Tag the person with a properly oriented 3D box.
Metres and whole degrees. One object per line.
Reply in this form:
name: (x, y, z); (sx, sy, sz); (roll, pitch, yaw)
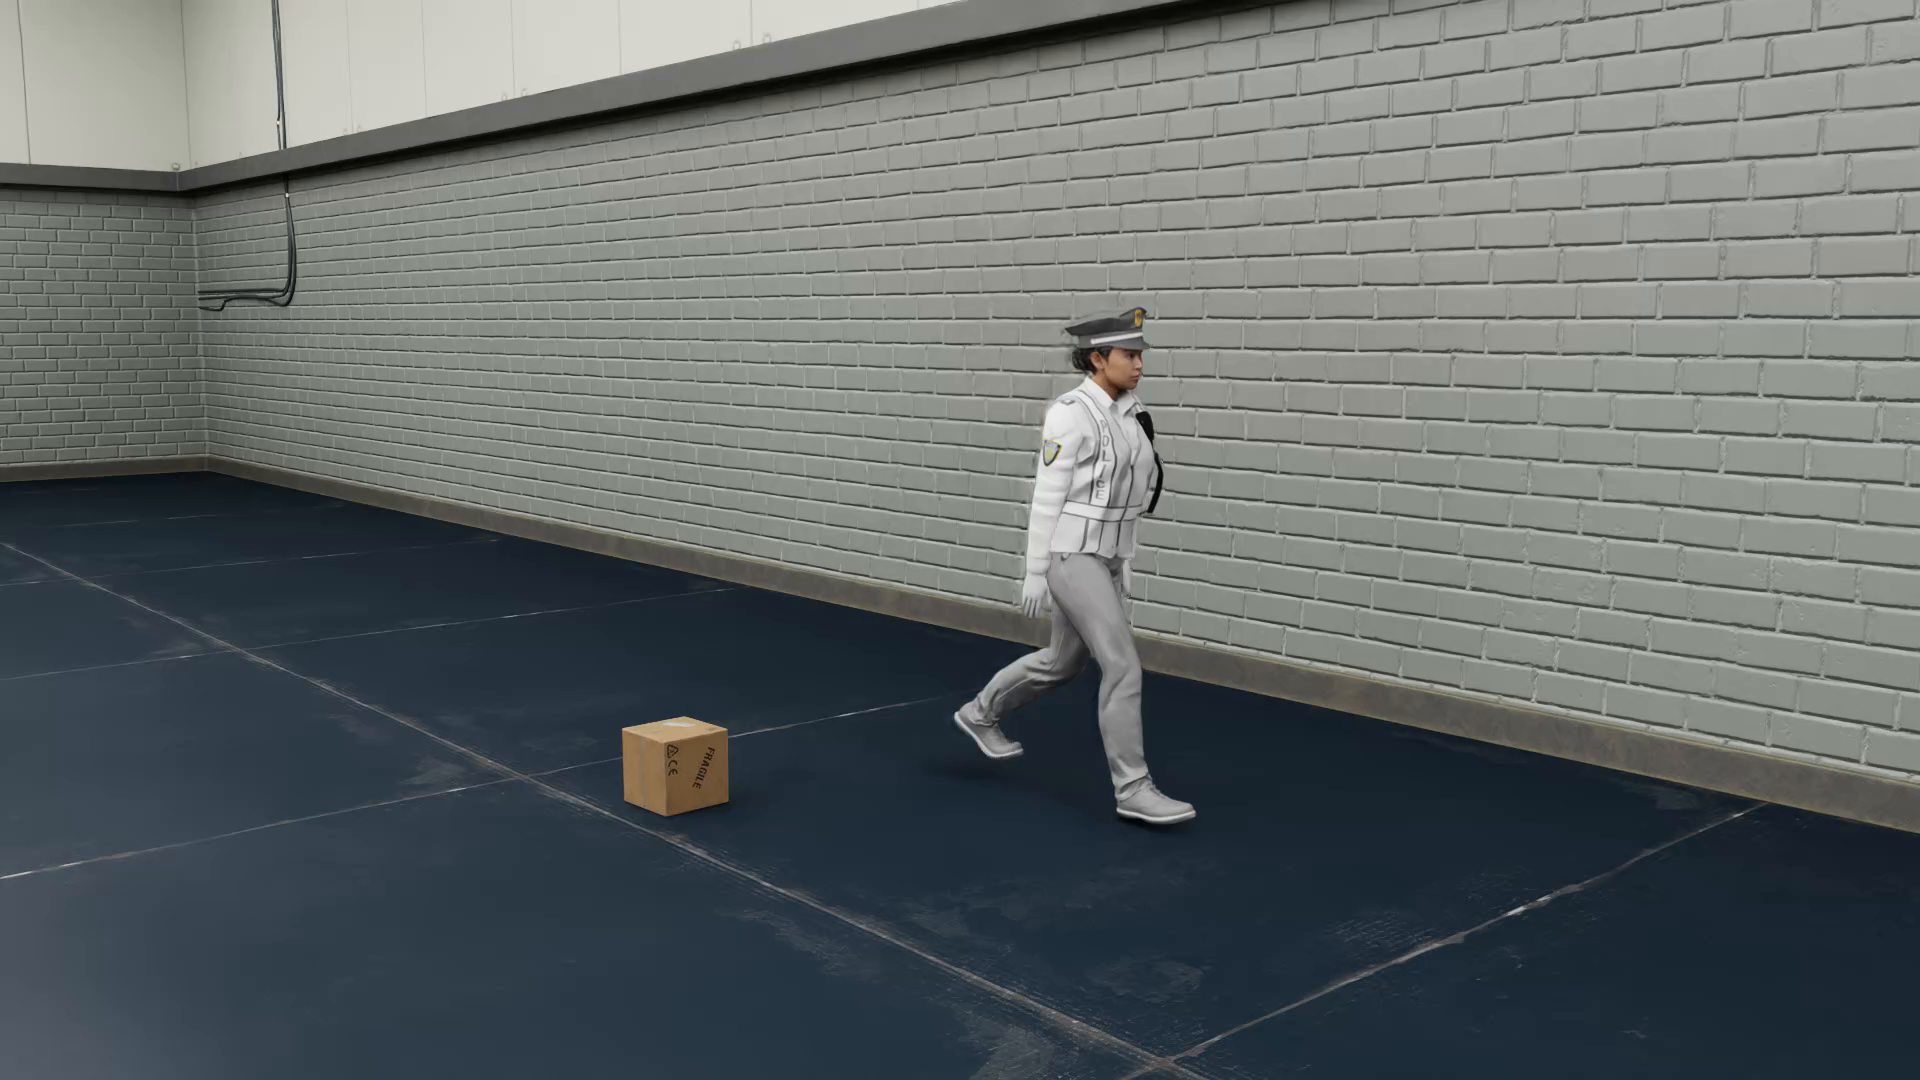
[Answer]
person: (0.389, 0.052, 5.431); (0.984, 1.612, 0.487); (5, 9, 34)
